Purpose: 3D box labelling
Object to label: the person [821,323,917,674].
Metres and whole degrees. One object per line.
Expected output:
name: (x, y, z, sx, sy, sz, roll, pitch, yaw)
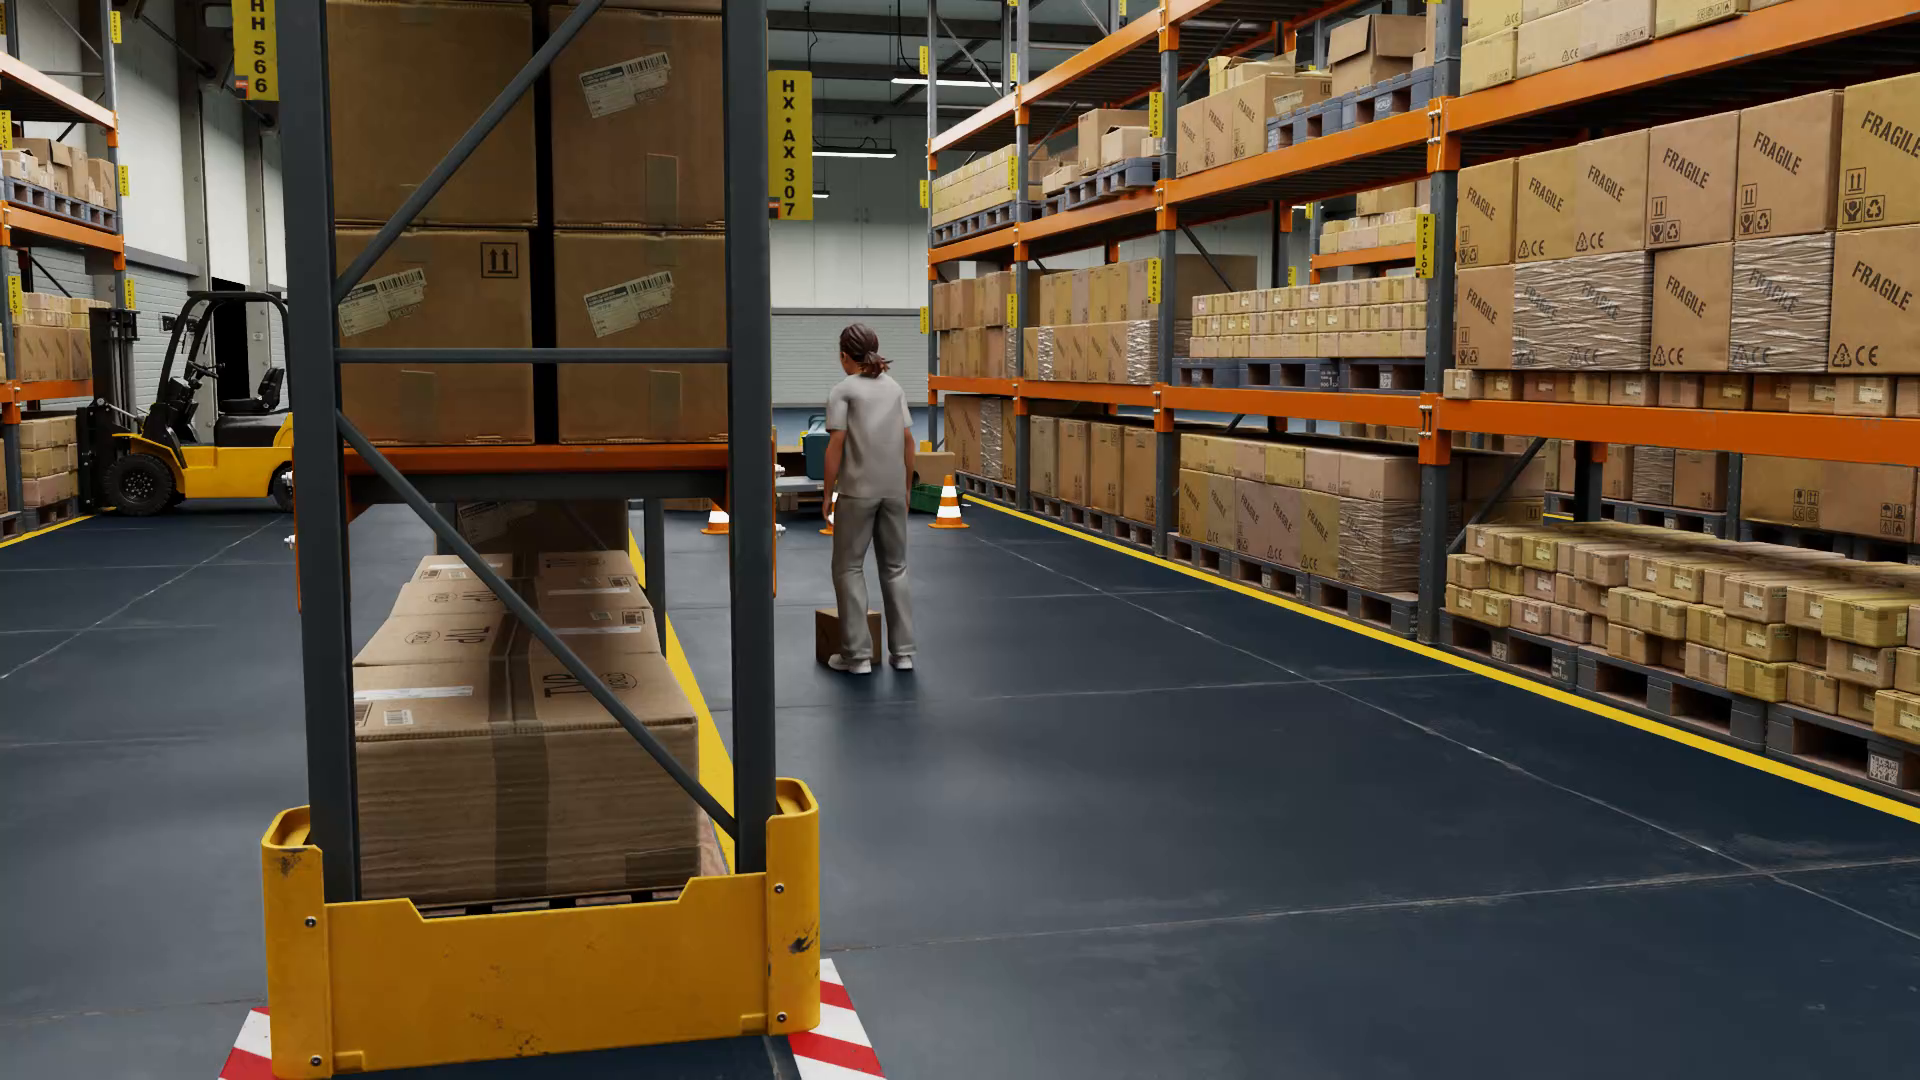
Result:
person: (-0.436, -0.201, 8.002, 0.508, 1.671, 0.362, -4, 7, -30)
